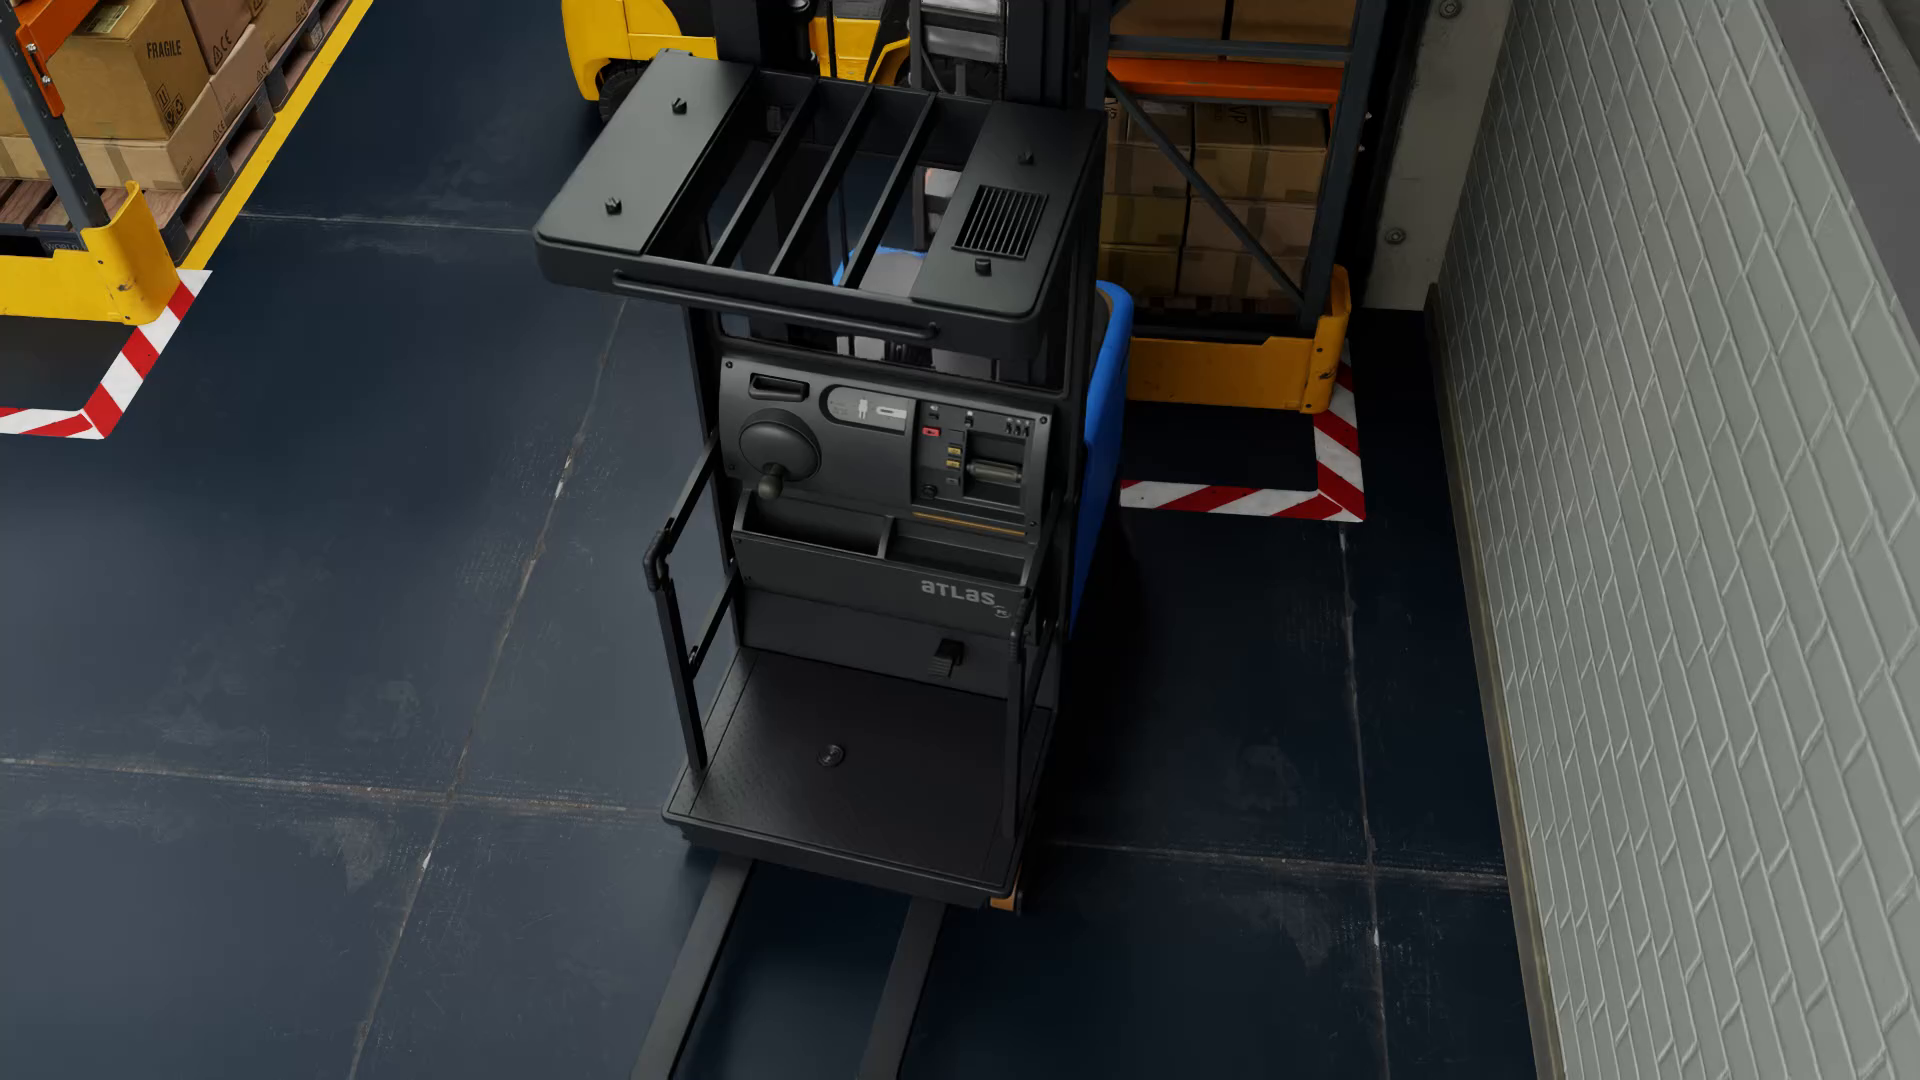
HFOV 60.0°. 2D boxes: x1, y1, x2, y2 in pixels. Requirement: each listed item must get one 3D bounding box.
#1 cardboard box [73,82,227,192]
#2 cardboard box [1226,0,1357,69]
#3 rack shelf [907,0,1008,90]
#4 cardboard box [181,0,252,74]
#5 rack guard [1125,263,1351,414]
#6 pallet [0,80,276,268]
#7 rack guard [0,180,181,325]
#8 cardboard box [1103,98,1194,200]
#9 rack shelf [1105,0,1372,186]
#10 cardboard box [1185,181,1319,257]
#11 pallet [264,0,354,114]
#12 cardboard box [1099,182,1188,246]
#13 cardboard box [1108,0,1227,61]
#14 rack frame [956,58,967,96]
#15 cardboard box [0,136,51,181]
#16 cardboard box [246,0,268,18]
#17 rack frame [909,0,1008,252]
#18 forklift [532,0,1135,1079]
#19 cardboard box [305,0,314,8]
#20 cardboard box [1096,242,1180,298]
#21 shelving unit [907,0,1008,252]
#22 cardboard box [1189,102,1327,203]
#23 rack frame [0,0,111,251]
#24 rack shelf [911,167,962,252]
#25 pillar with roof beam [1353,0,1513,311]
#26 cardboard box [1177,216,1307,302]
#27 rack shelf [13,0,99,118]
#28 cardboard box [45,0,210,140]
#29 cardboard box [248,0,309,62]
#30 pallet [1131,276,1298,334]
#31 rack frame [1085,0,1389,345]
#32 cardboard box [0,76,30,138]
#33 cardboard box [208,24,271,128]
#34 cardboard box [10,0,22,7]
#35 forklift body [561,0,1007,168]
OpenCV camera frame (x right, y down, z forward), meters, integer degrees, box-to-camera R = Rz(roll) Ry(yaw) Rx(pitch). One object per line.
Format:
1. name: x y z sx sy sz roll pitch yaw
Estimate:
1. cardboard box: -3.663 -1.821 7.461 0.500 0.250 0.500 4 48 3
2. cardboard box: 1.254 -2.081 6.053 0.500 0.500 0.500 5 48 5
3. rack shelf: 0.109 -1.621 5.378 0.431 0.518 0.480 12 48 11
4. cardboard box: -3.618 -2.476 7.552 0.500 0.500 0.500 2 48 2
5. rack guard: 0.930 -0.841 6.680 1.175 0.500 0.348 4 48 4
6. pallet: -3.895 -1.742 7.700 1.003 0.211 1.213 4 48 4
7. rack guard: -4.005 -1.245 7.050 1.175 0.500 0.348 4 48 4
8. cardboard box: 0.663 -1.612 6.593 0.500 0.250 0.500 5 48 5
9. rack shelf: 1.114 -2.929 7.383 1.077 0.370 4.000 4 48 4
10. cardboard box: 1.182 -1.416 6.752 0.500 0.250 0.500 5 48 4
11. pallet: -3.782 -2.636 8.518 1.003 0.211 1.213 4 48 4
12. cardboard box: 0.665 -1.463 6.795 0.500 0.250 0.500 3 48 3
13. cardboard box: 0.715 -2.115 6.084 0.500 0.500 0.500 3 48 3
14. rack frame: 0.180 -1.324 6.039 0.400 2.100 0.015 12 48 11
15. cardboard box: -4.204 -1.876 7.512 0.500 0.250 0.500 4 48 3
16. cardboard box: -3.564 -2.844 7.889 0.500 0.500 0.500 5 48 4
17. rack frame: 0.038 -0.982 5.721 0.400 2.100 0.015 12 48 11
18. forklift: -0.263 -0.159 4.409 1.130 2.935 3.031 11 48 10
19. cardboard box: -3.523 -2.968 8.511 0.500 0.250 0.500 5 48 4
20. cardboard box: 0.660 -1.282 6.969 0.500 0.250 0.500 4 48 4
21. shelving unit: 0.109 -1.153 5.880 0.431 2.100 0.503 12 48 11
22. cardboard box: 1.164 -1.594 6.576 0.500 0.250 0.500 3 48 3
23. rack frame: -4.011 -2.033 6.077 1.000 3.000 0.127 4 48 4
24. rack shelf: 0.109 -1.144 5.890 0.431 0.518 0.480 12 48 11
25. pillar with roof beam: -2.394 -4.467 4.237 9.100 9.000 0.400 4 48 4
26. cardboard box: 1.171 -1.263 6.952 0.500 0.250 0.500 4 48 4
27. rack shelf: -3.829 -3.260 7.686 1.077 0.370 4.000 4 48 4
28. cardboard box: -3.661 -2.091 7.201 0.500 0.500 0.500 2 48 2
29. cardboard box: -3.571 -2.597 8.172 0.500 0.250 0.500 7 48 6
30. pallet: 0.960 -1.326 7.319 1.003 0.211 1.213 4 48 4
31. rack frame: 0.932 -1.702 5.774 1.000 3.000 0.127 4 48 4
32. cardboard box: -4.198 -2.106 7.214 0.500 0.500 0.500 4 48 4
33. cardboard box: -3.608 -2.195 7.804 0.500 0.250 0.500 5 48 5
34. cardboard box: -3.774 -2.184 6.385 0.380 0.149 0.250 4 48 4
35. forklift body: -0.712 -2.932 7.474 2.313 2.155 1.214 4 48 4
